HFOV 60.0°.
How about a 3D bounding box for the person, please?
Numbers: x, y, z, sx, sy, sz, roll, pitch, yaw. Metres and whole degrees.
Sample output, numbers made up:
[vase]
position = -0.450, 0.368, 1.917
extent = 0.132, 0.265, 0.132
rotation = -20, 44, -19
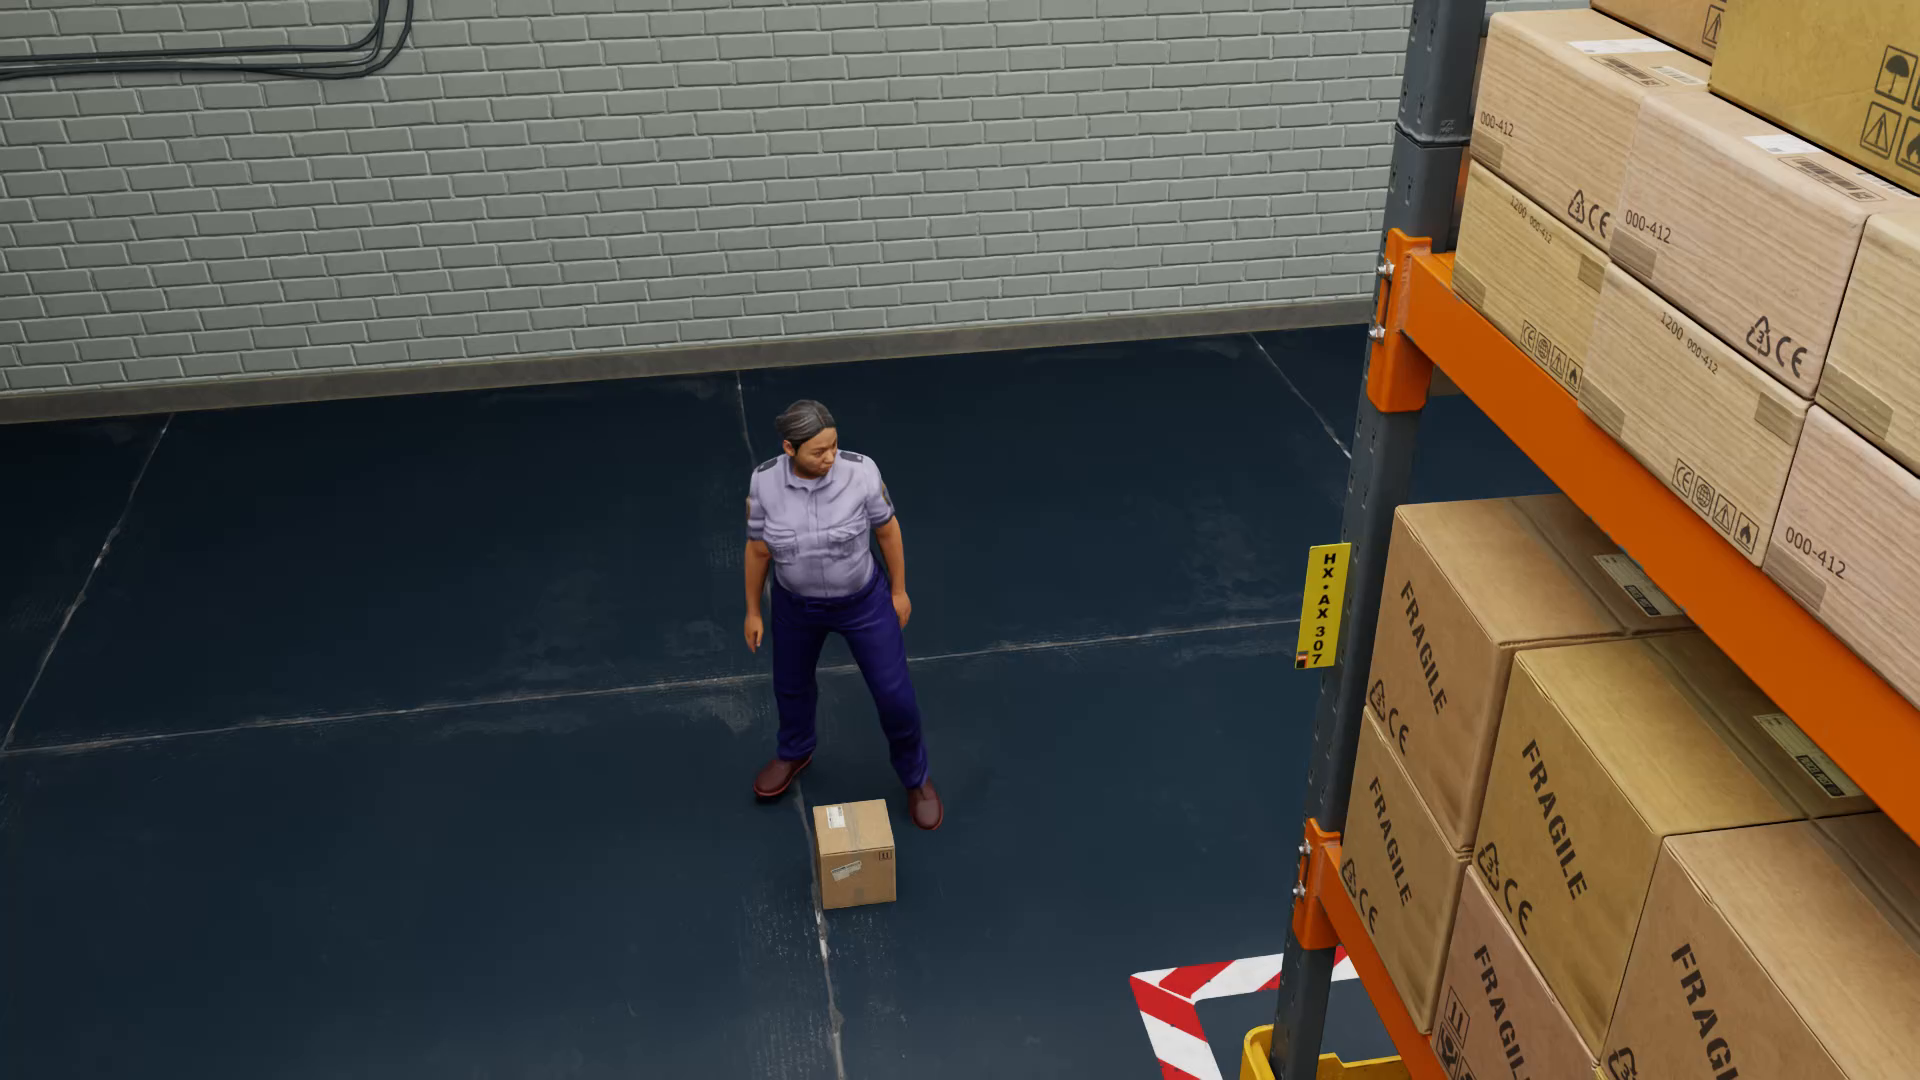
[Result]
[person]
position = -0.405, 0.247, 5.741
extent = 0.718, 1.675, 0.389
rotation = 4, 31, 7
